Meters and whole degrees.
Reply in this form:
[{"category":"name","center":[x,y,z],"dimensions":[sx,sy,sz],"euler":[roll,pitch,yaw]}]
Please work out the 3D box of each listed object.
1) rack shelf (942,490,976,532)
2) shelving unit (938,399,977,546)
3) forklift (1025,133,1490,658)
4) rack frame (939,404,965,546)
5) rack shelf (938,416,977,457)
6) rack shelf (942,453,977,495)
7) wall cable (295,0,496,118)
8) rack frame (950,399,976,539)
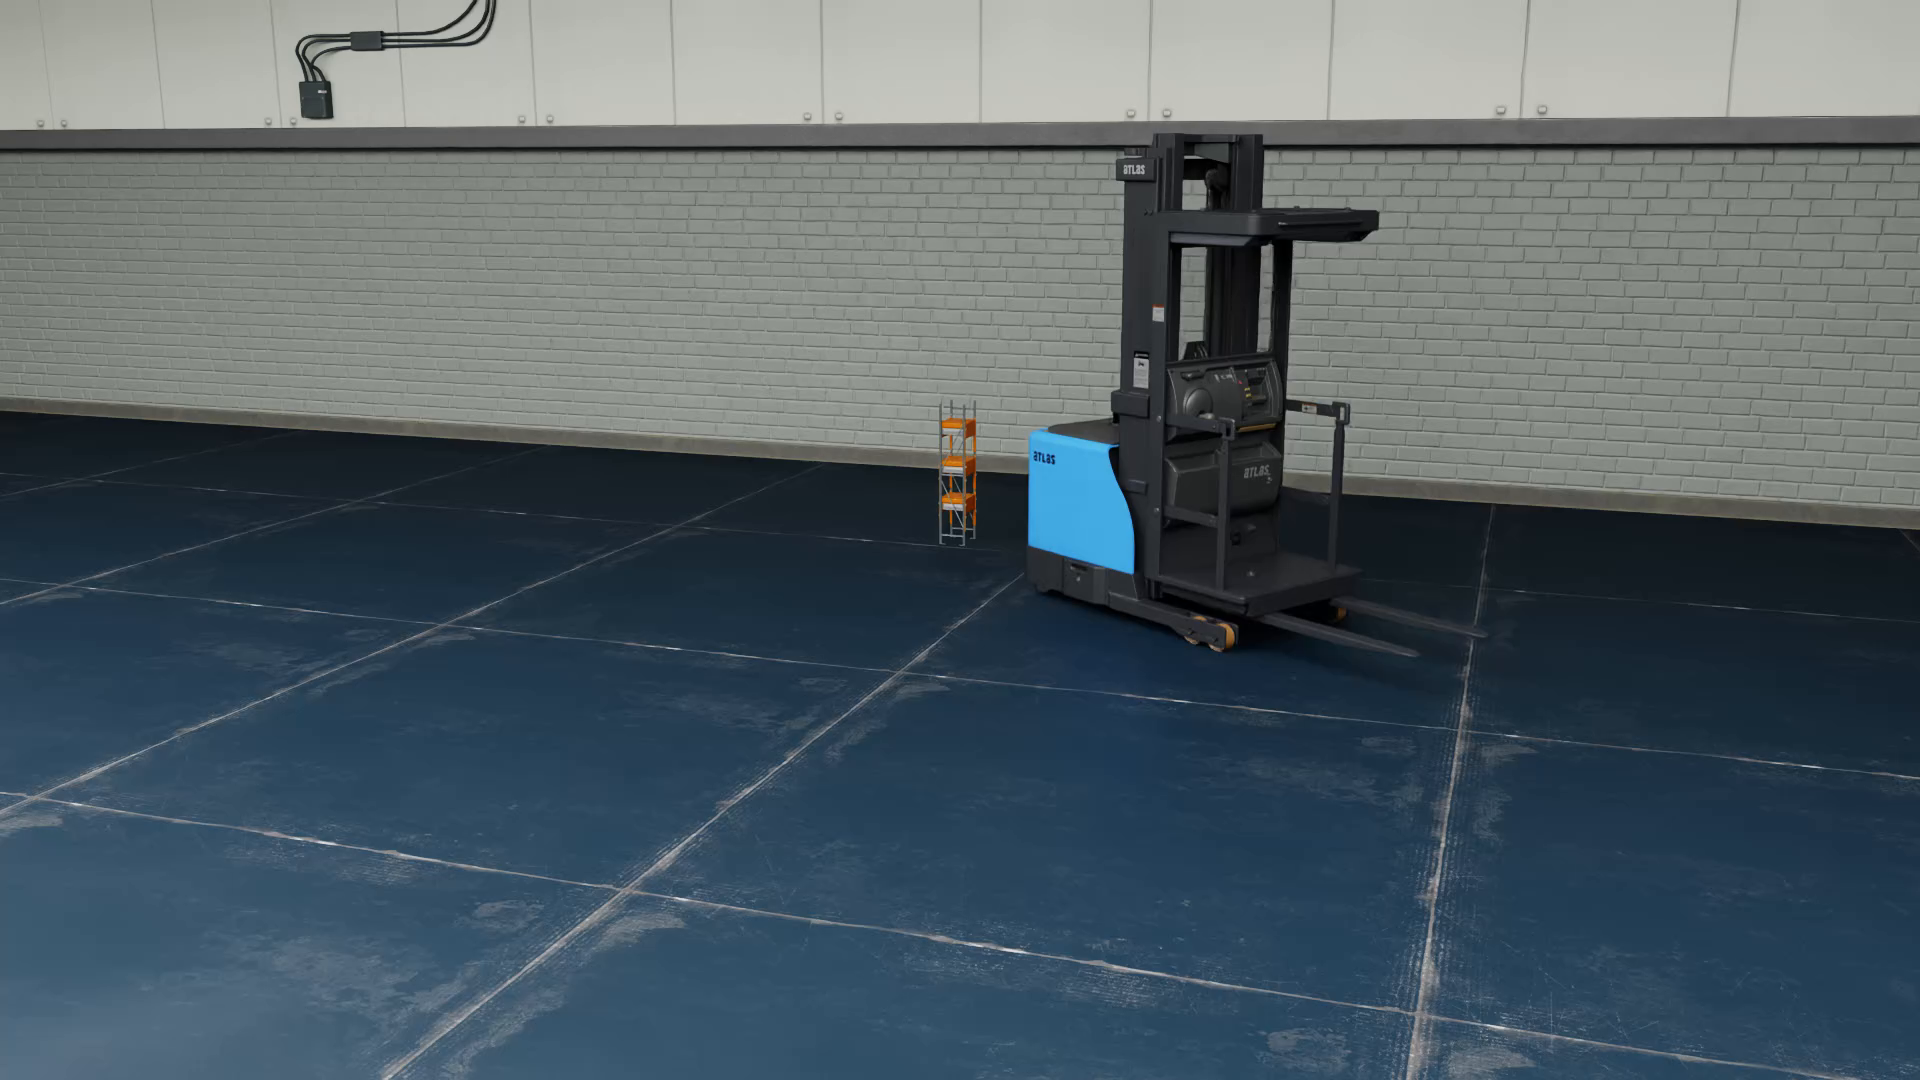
[{"category":"rack shelf","center":[-0.017,-0.219,12.386],"dimensions":[0.215,0.259,0.240],"euler":[4,14,18]},{"category":"shelving unit","center":[-0.017,-0.501,12.322],"dimensions":[0.215,1.050,0.252],"euler":[4,14,18]},{"category":"forklift","center":[1.736,-0.906,9.870],"dimensions":[1.130,2.935,3.031],"euler":[-10,16,-37]},{"category":"rack frame","center":[-0.057,-0.475,12.209],"dimensions":[0.200,1.050,0.008],"euler":[4,14,18]},{"category":"rack shelf","center":[-0.017,-0.767,12.261],"dimensions":[0.215,0.259,0.240],"euler":[4,14,18]},{"category":"rack shelf","center":[-0.017,-0.490,12.324],"dimensions":[0.215,0.259,0.240],"euler":[4,14,18]},{"category":"wall cable","center":[-5.518,-7.098,15.719],"dimensions":[2.305,6.003,0.169],"euler":[4,14,18]},{"category":"rack frame","center":[0.022,-0.526,12.434],"dimensions":[0.200,1.050,0.008],"euler":[4,14,18]}]
